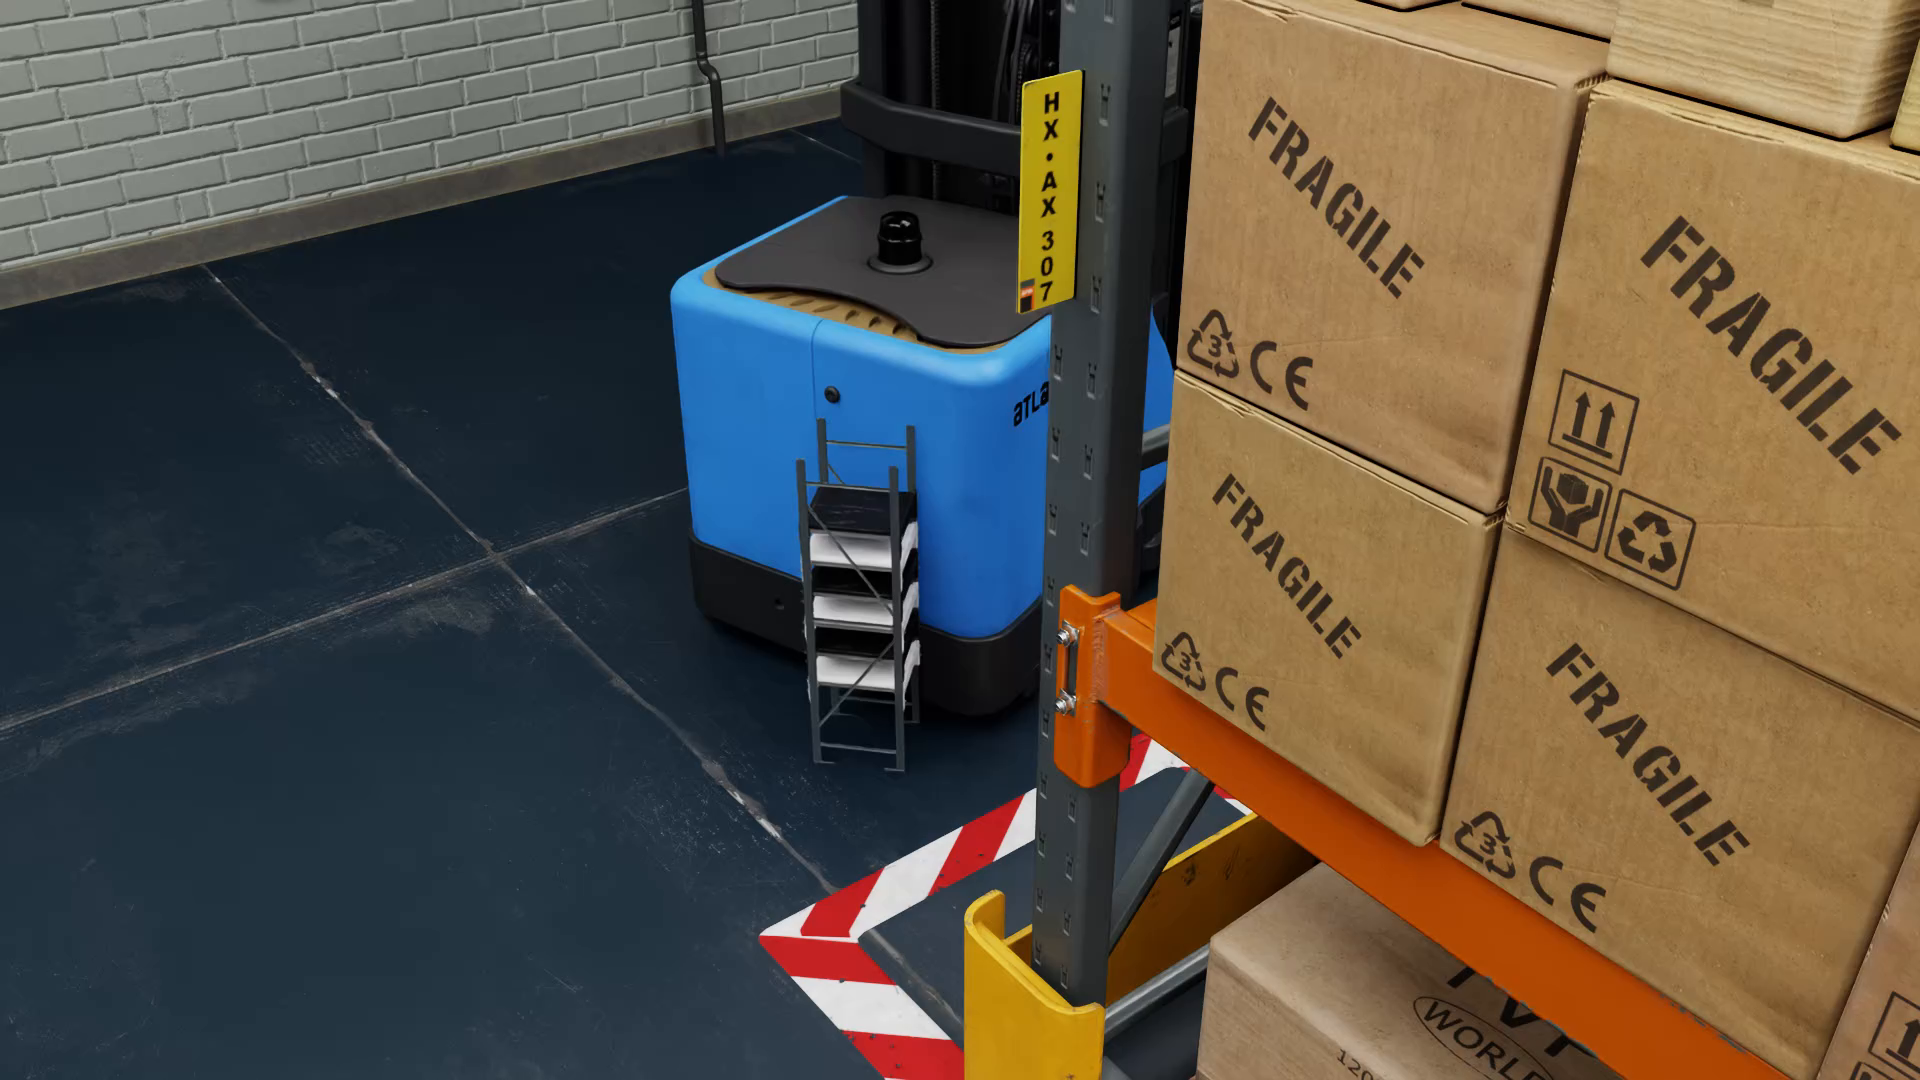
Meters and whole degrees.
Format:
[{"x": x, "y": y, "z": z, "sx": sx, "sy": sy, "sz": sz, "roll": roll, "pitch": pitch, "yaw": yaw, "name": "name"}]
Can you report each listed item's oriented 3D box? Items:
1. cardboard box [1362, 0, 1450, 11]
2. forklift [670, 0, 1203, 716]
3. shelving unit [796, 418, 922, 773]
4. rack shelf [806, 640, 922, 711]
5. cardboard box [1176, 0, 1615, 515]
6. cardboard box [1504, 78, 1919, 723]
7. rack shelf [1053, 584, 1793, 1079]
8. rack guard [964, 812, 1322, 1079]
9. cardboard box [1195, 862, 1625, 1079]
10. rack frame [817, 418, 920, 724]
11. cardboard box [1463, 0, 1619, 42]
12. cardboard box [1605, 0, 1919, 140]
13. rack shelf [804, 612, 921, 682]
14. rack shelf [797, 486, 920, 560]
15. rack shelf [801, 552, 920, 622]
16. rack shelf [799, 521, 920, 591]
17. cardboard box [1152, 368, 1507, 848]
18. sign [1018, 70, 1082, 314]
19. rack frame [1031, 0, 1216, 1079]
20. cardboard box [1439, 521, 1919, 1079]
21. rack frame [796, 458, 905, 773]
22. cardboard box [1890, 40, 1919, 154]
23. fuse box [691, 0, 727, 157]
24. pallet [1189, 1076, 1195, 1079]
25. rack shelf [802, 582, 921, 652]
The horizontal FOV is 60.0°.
[{"x": 0.563, "y": -0.751, "z": 1.959, "sx": 0.380, "sy": 0.149, "sz": 0.250, "roll": -21, "pitch": 38, "yaw": -30, "name": "cardboard box"}, {"x": 0.445, "y": -1.522, "z": 4.922, "sx": 1.130, "sy": 2.935, "sz": 3.031, "roll": 19, "pitch": 36, "yaw": 27, "name": "forklift"}, {"x": -0.243, "y": 0.152, "z": 4.144, "sx": 0.258, "sy": 0.900, "sz": 0.210, "roll": 5, "pitch": 32, "yaw": 8, "name": "shelving unit"}, {"x": -0.243, "y": 0.333, "z": 4.257, "sx": 0.258, "sy": 0.077, "sz": 0.200, "roll": 5, "pitch": 32, "yaw": 8, "name": "rack shelf"}, {"x": 0.633, "y": -0.421, "z": 2.042, "sx": 0.500, "sy": 0.500, "sz": 0.500, "roll": -23, "pitch": 39, "yaw": -32, "name": "cardboard box"}, {"x": 0.955, "y": -0.208, "z": 1.699, "sx": 0.500, "sy": 0.500, "sz": 0.500, "roll": -23, "pitch": 39, "yaw": -33, "name": "cardboard box"}, {"x": 1.790, "y": 0.893, "z": 1.650, "sx": 1.077, "sy": 0.370, "sz": 4.000, "roll": -22, "pitch": 38, "yaw": -31, "name": "rack shelf"}, {"x": 0.549, "y": 0.806, "z": 3.478, "sx": 1.175, "sy": 0.500, "sz": 0.348, "roll": -22, "pitch": 38, "yaw": -31, "name": "rack guard"}, {"x": 1.047, "y": 0.907, "z": 2.977, "sx": 0.875, "sy": 0.438, "sz": 0.875, "roll": -24, "pitch": 39, "yaw": -33, "name": "cardboard box"}, {"x": -0.226, "y": 0.099, "z": 4.229, "sx": 0.240, "sy": 0.900, "sz": 0.006, "roll": 5, "pitch": 32, "yaw": 8, "name": "rack frame"}, {"x": 0.780, "y": -0.665, "z": 1.820, "sx": 0.380, "sy": 0.149, "sz": 0.250, "roll": -21, "pitch": 38, "yaw": -30, "name": "cardboard box"}, {"x": 0.848, "y": -0.519, "z": 1.586, "sx": 0.380, "sy": 0.149, "sz": 0.250, "roll": -21, "pitch": 38, "yaw": -30, "name": "cardboard box"}, {"x": -0.243, "y": 0.257, "z": 4.209, "sx": 0.258, "sy": 0.077, "sz": 0.200, "roll": 5, "pitch": 32, "yaw": 8, "name": "rack shelf"}, {"x": -0.243, "y": -0.049, "z": 4.019, "sx": 0.258, "sy": 0.077, "sz": 0.200, "roll": 5, "pitch": 32, "yaw": 8, "name": "rack shelf"}, {"x": -0.243, "y": 0.104, "z": 4.114, "sx": 0.258, "sy": 0.077, "sz": 0.200, "roll": 5, "pitch": 32, "yaw": 8, "name": "rack shelf"}, {"x": -0.243, "y": 0.028, "z": 4.066, "sx": 0.258, "sy": 0.077, "sz": 0.200, "roll": 5, "pitch": 32, "yaw": 8, "name": "rack shelf"}, {"x": 0.631, "y": 0.005, "z": 2.305, "sx": 0.500, "sy": 0.500, "sz": 0.500, "roll": -23, "pitch": 38, "yaw": -32, "name": "cardboard box"}, {"x": 0.122, "y": -0.470, "z": 2.268, "sx": 0.100, "sy": 0.325, "sz": 0.005, "roll": -22, "pitch": 38, "yaw": -31, "name": "sign"}, {"x": 0.564, "y": -0.246, "z": 2.803, "sx": 1.000, "sy": 3.000, "sz": 0.127, "roll": -22, "pitch": 38, "yaw": -31, "name": "rack frame"}, {"x": 0.963, "y": 0.207, "z": 1.980, "sx": 0.500, "sy": 0.500, "sz": 0.500, "roll": -23, "pitch": 38, "yaw": -32, "name": "cardboard box"}, {"x": -0.260, "y": 0.205, "z": 4.059, "sx": 0.240, "sy": 0.900, "sz": 0.006, "roll": 5, "pitch": 32, "yaw": 8, "name": "rack frame"}, {"x": 1.024, "y": -0.415, "z": 1.419, "sx": 0.380, "sy": 0.149, "sz": 0.250, "roll": -24, "pitch": 39, "yaw": -33, "name": "cardboard box"}, {"x": -1.164, "y": -2.660, "z": 7.910, "sx": 0.539, "sy": 1.711, "sz": 0.414, "roll": -22, "pitch": 38, "yaw": -31, "name": "fuse box"}, {"x": 1.116, "y": 1.247, "z": 3.043, "sx": 1.003, "sy": 0.211, "sz": 1.213, "roll": -22, "pitch": 38, "yaw": -31, "name": "pallet"}, {"x": -0.243, "y": 0.180, "z": 4.161, "sx": 0.258, "sy": 0.077, "sz": 0.200, "roll": 5, "pitch": 32, "yaw": 8, "name": "rack shelf"}]
